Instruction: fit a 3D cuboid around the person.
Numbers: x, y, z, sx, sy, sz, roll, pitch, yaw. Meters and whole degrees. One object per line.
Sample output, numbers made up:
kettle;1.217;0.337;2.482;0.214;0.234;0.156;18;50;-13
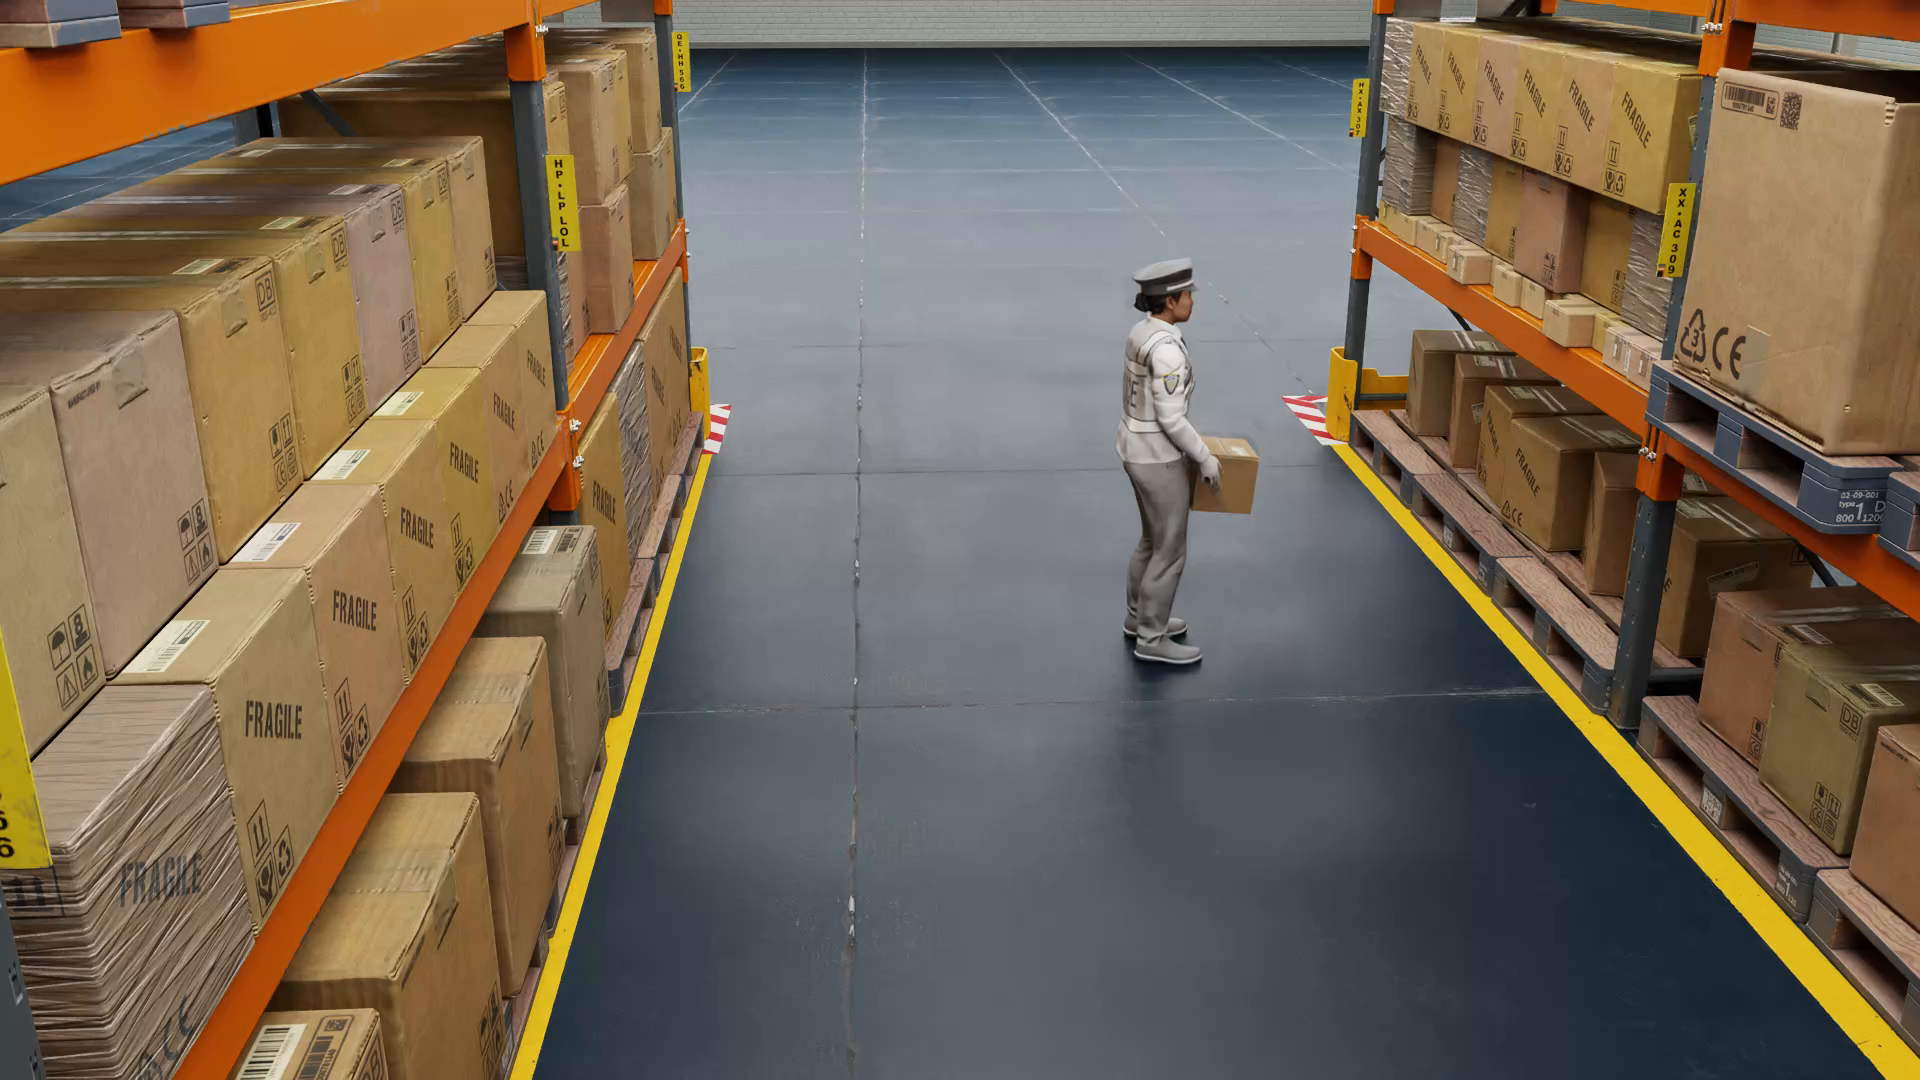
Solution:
person;0.864;-0.336;6.941;0.411;1.684;0.500;-1;21;-4
